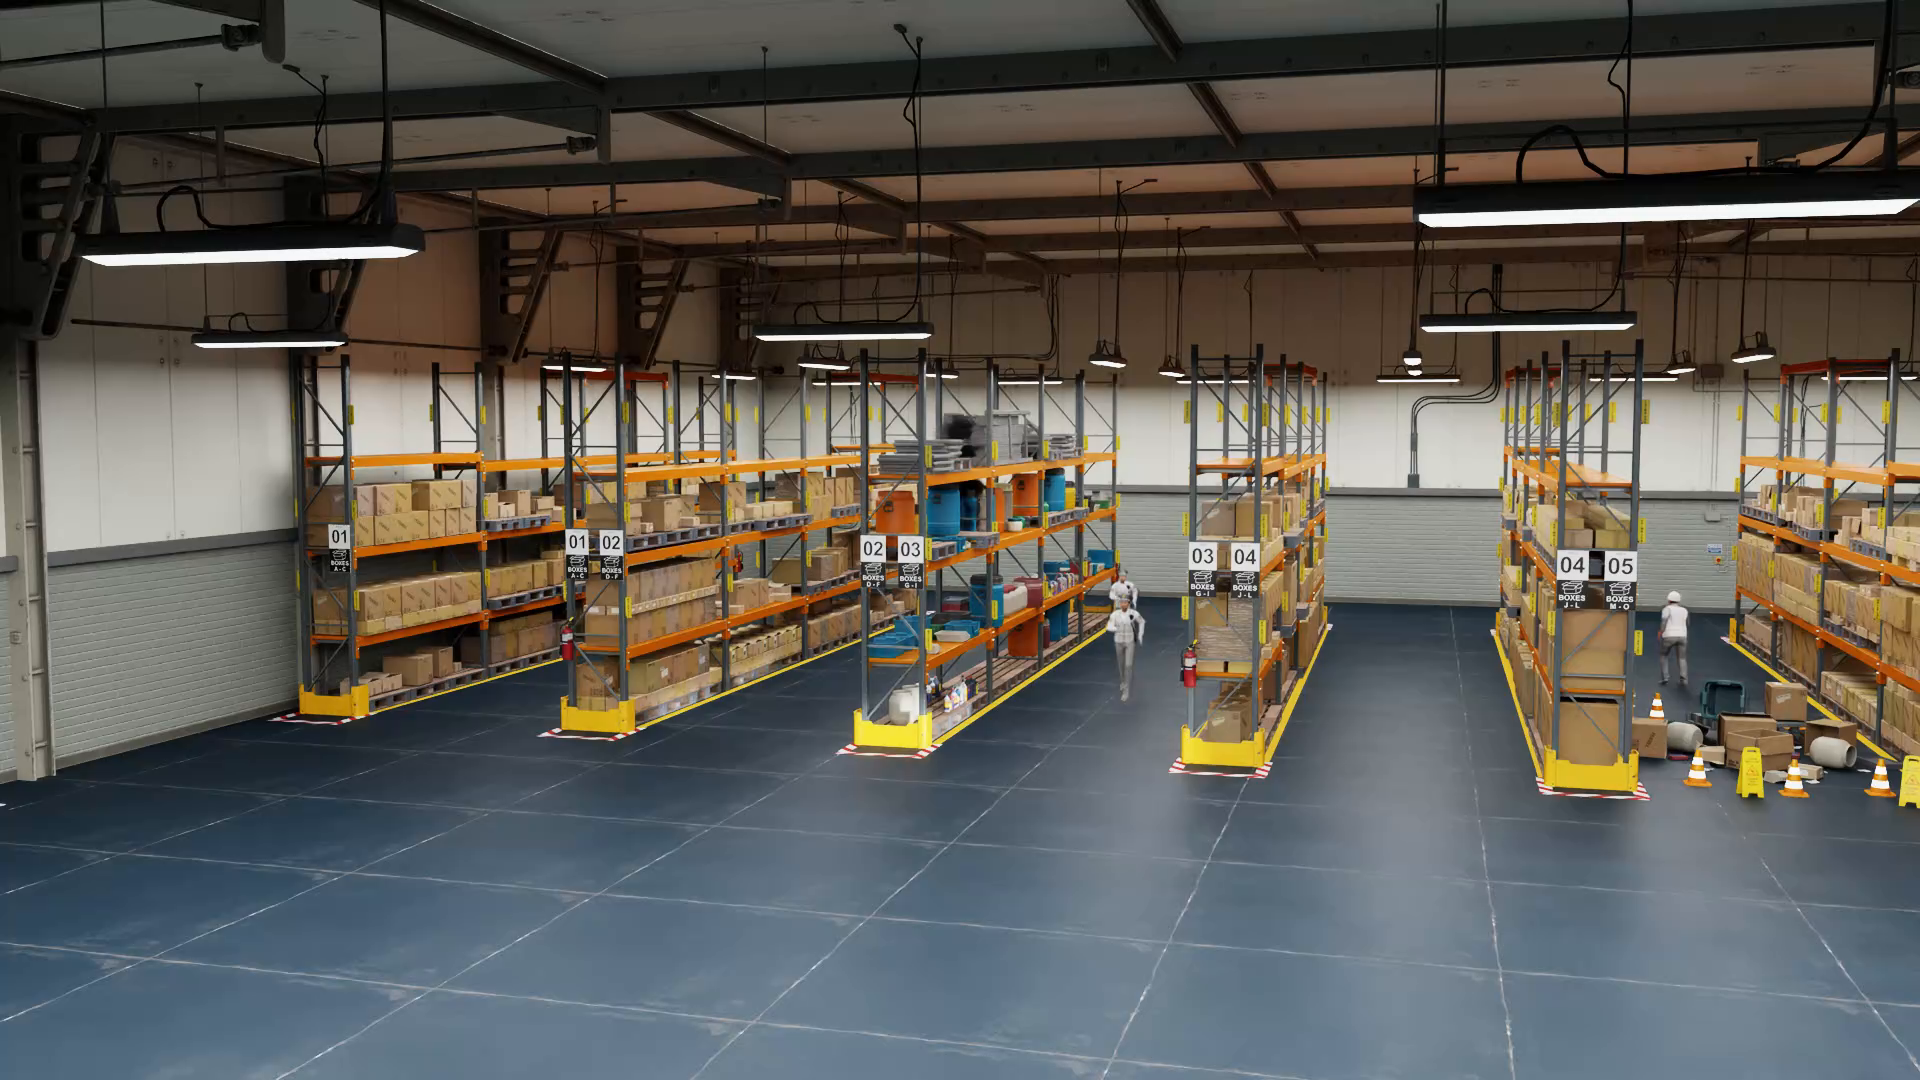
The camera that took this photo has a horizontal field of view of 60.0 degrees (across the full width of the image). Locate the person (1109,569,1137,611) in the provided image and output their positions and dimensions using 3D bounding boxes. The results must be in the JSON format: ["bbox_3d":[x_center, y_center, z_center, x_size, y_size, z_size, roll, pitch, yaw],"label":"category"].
[{"bbox_3d":[3.501,1.490,35.692,0.579,1.732,0.812,1,4,9],"label":"person"}]

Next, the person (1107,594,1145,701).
[{"bbox_3d":[2.777,1.777,27.962,0.603,1.763,0.799,1,4,14],"label":"person"}]

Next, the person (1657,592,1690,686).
[{"bbox_3d":[13.193,1.839,30.706,0.650,1.747,0.972,0,4,5],"label":"person"}]
